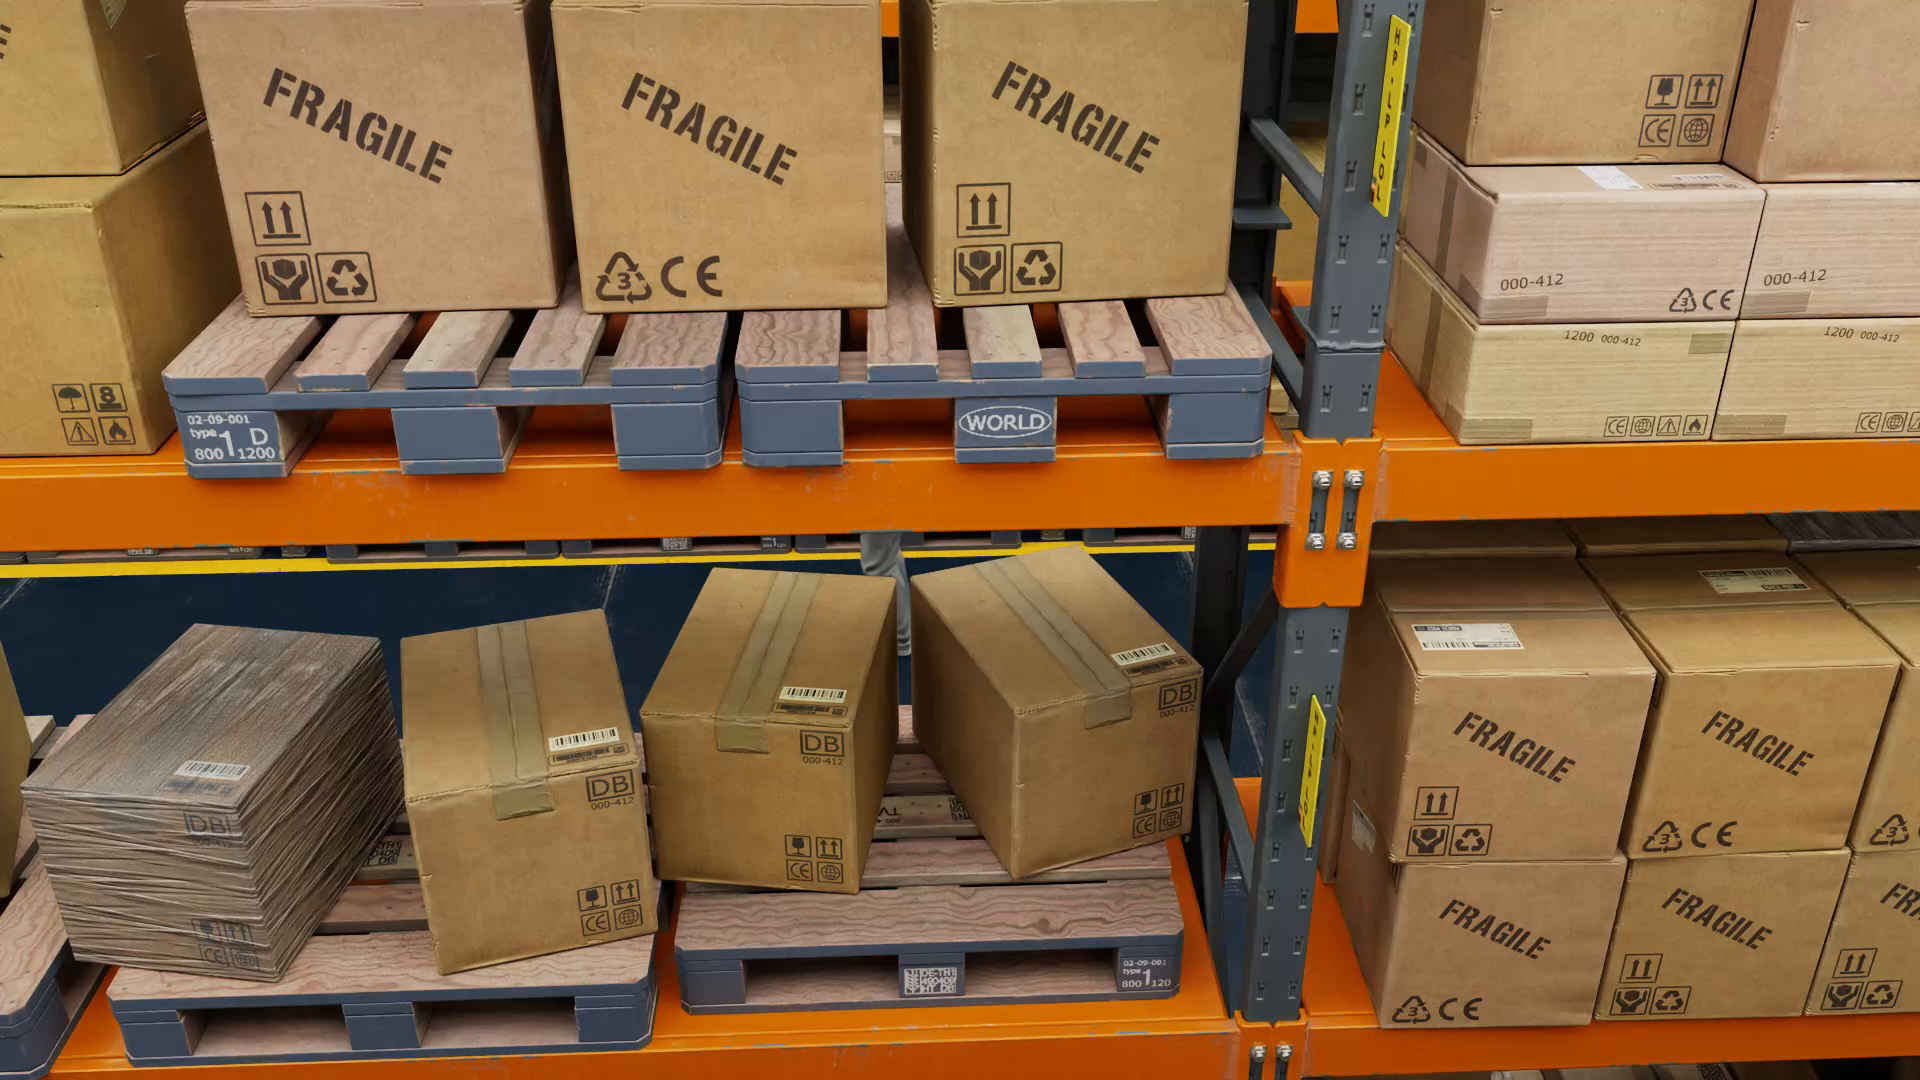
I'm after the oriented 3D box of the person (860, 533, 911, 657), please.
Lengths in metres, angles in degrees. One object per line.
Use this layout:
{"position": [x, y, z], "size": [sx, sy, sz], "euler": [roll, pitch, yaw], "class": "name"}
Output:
{"position": [-0.341, -0.237, 7.581], "size": [0.361, 1.672, 0.437], "euler": [-1, 28, -1], "class": "person"}
